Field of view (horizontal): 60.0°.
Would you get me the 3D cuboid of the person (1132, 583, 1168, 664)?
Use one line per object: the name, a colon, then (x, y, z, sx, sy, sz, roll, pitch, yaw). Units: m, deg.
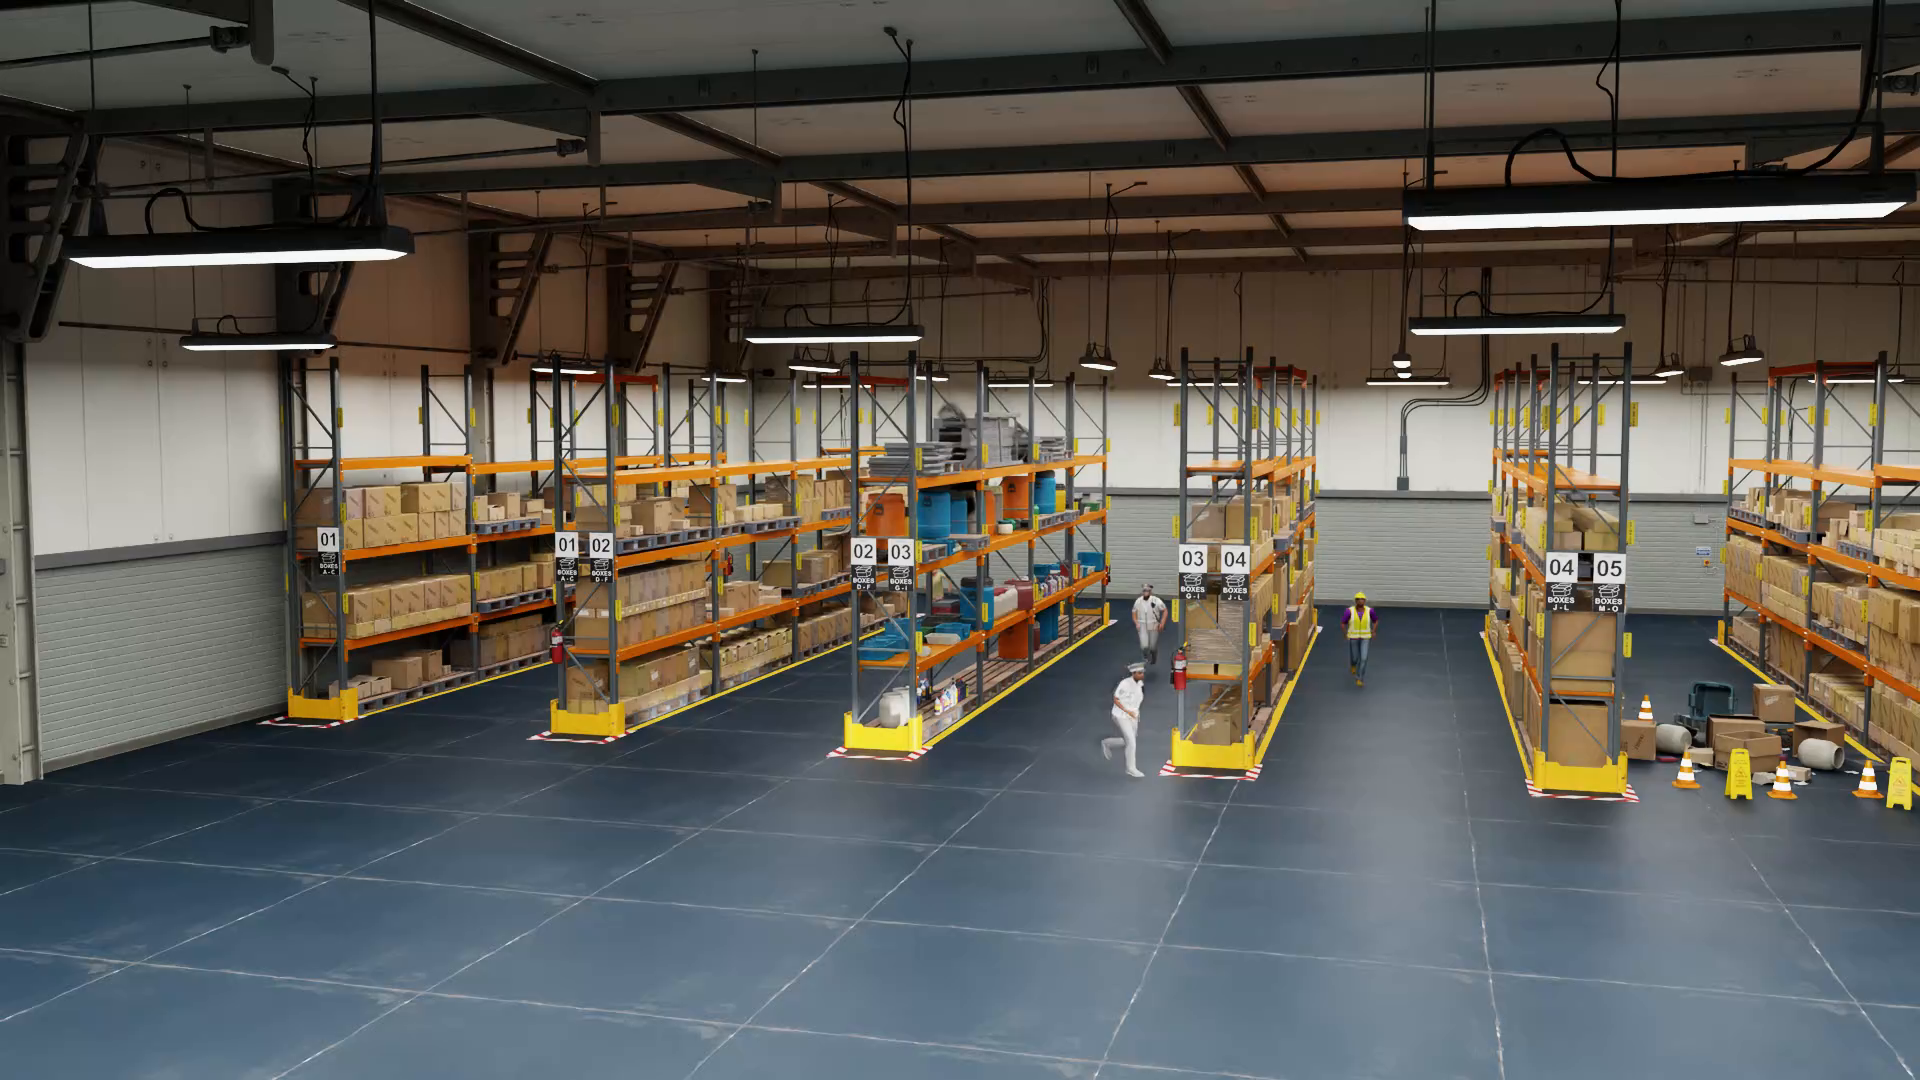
person: (3.628, 1.622, 31.951, 0.679, 1.612, 0.628, 1, 4, 18)

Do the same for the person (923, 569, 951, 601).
person: (-0.543, 1.339, 38.595, 0.609, 1.599, 0.753, 1, 4, 16)

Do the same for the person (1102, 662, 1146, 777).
person: (2.282, 2.493, 23.389, 0.547, 1.633, 0.786, -4, 6, -42)

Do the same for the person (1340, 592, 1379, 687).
person: (7.527, 1.852, 31.312, 0.711, 1.748, 0.738, 1, 4, 9)
